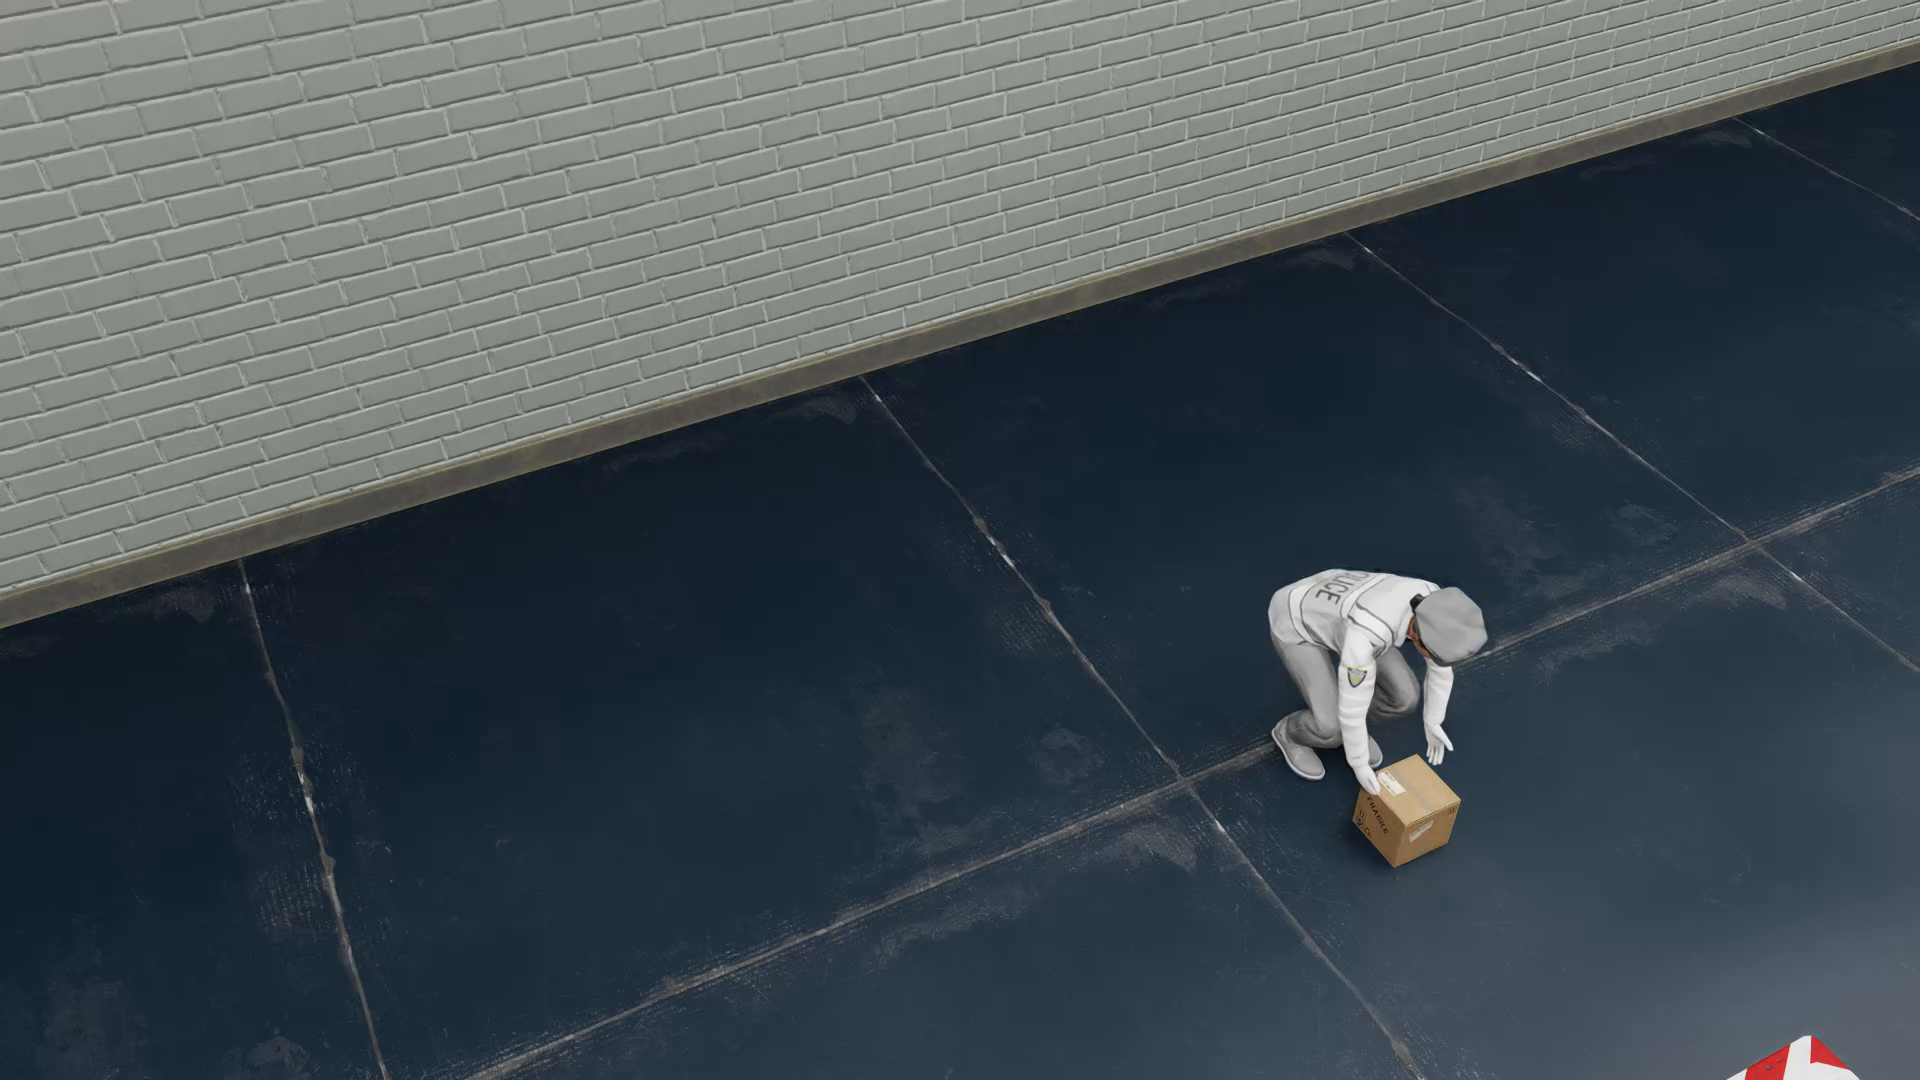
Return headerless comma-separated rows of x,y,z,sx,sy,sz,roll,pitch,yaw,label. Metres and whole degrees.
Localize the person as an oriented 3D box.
1.498,0.460,6.088,0.505,1.075,0.826,-19,45,-20,person
